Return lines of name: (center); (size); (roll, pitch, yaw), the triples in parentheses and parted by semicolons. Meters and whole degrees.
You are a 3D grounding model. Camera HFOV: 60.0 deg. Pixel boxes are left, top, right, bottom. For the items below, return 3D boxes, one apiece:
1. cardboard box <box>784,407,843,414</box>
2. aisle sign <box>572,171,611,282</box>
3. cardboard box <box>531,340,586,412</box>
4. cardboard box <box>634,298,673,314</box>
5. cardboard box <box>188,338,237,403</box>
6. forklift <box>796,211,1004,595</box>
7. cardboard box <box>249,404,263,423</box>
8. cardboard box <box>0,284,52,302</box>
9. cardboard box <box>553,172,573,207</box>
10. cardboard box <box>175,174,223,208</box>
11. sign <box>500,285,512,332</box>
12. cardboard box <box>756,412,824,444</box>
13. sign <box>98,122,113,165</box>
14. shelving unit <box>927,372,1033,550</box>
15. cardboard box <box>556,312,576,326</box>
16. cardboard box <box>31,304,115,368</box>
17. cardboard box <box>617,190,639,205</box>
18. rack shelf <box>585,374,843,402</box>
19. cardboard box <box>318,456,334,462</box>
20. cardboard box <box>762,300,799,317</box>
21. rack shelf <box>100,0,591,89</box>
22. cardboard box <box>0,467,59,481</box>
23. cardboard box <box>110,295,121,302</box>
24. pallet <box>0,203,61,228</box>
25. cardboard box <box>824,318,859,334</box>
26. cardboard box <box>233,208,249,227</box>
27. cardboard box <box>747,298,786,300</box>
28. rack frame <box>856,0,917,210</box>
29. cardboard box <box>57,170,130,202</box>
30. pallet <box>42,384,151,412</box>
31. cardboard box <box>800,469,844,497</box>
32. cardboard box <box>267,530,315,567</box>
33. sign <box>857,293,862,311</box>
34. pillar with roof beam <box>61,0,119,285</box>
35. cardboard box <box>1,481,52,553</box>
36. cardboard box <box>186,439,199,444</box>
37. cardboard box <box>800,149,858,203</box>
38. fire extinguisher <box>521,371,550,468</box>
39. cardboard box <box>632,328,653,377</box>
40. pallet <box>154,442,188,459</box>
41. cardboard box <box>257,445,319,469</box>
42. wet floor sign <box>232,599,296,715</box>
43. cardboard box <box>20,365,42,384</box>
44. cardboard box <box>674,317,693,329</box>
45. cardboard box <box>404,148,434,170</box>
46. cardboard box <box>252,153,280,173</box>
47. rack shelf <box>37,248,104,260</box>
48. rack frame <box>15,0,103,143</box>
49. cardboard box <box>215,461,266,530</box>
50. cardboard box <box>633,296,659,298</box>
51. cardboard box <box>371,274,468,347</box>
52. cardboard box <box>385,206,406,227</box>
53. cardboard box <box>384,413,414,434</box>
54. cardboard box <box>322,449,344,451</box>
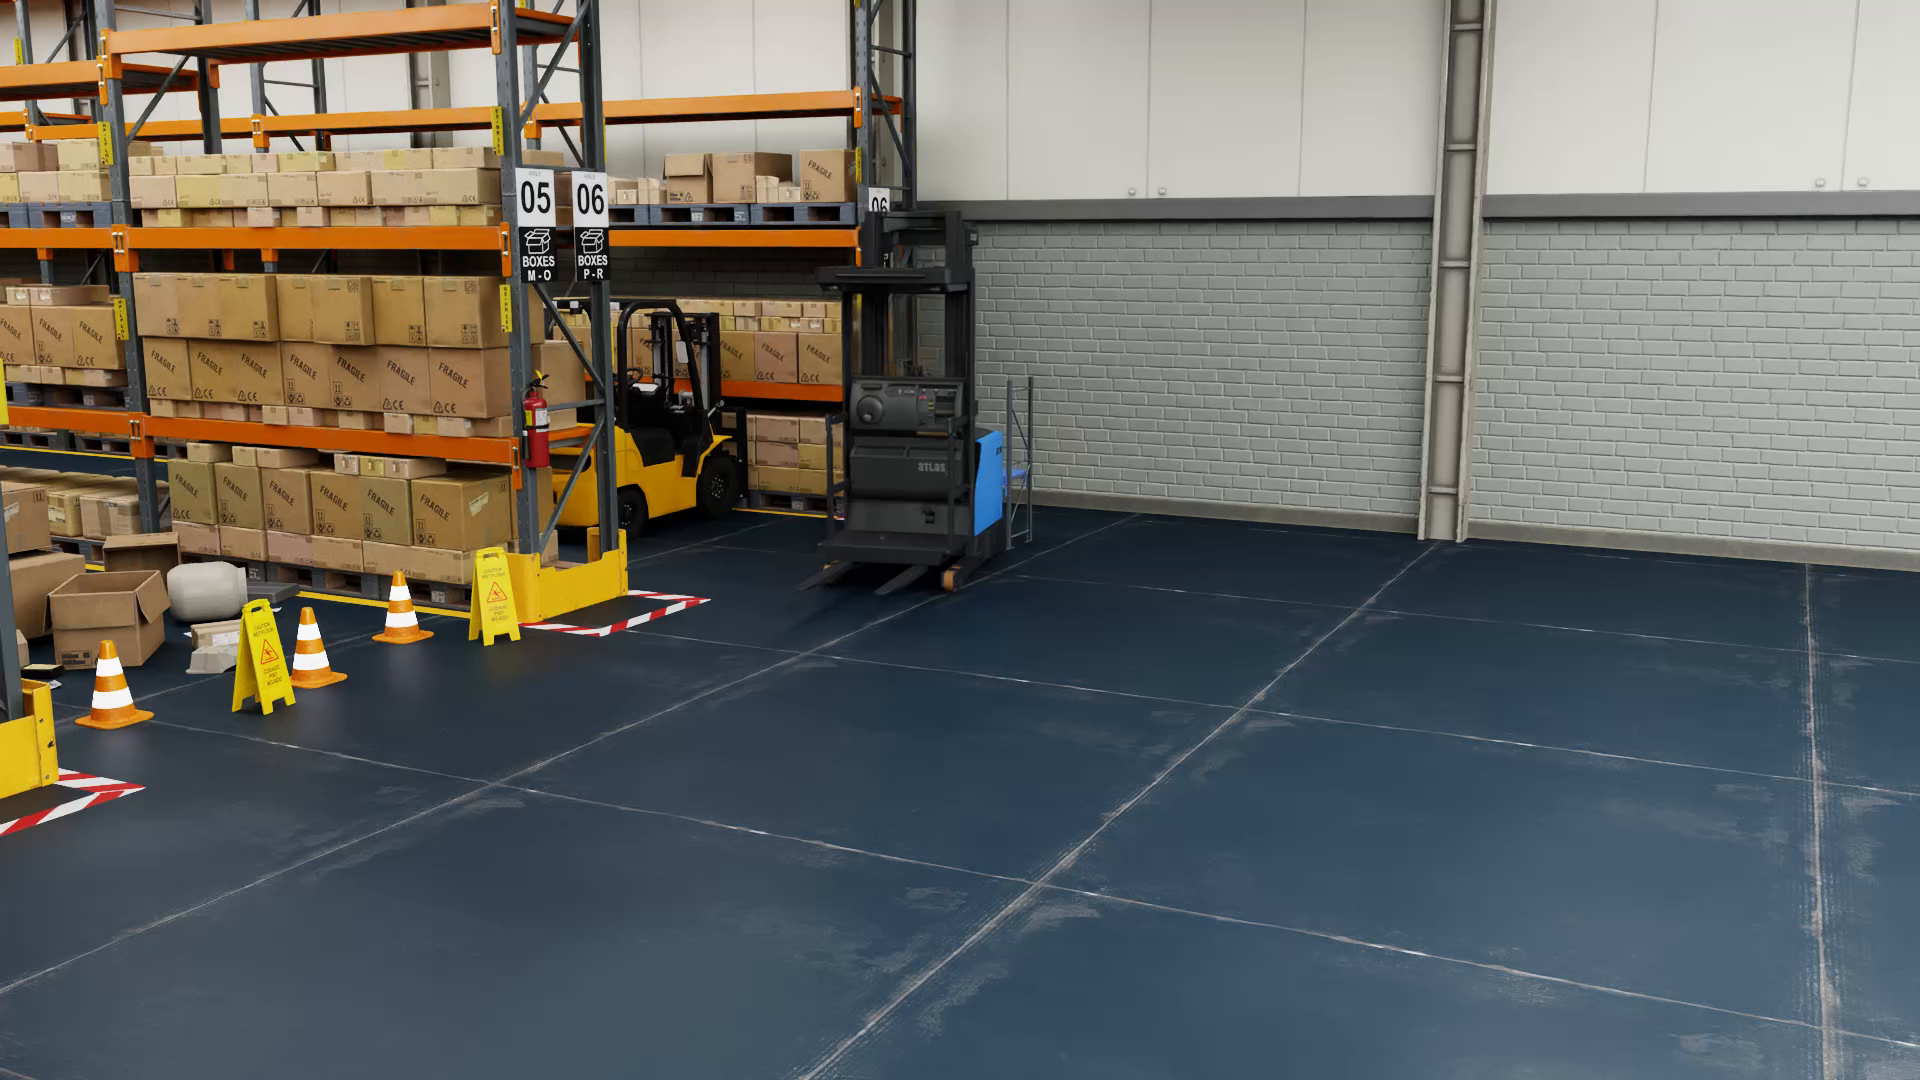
cardboard box: (-1.503, -1.221, 17.287); (0.500, 0.250, 0.500); (5, 11, 26)
aisle sign: (-2.706, -2.299, 12.211); (0.004, 0.787, 0.394); (5, 11, 26)
cardboard box: (-3.201, -1.252, 12.611); (0.500, 0.500, 0.500); (5, 11, 25)
cardboard box: (-3.201, -2.448, 17.396); (0.250, 0.149, 0.380); (5, 11, 25)
cardboard box: (-5.754, -1.371, 13.266); (0.500, 0.500, 0.500); (5, 11, 26)
forklift: (-0.482, -1.115, 13.163); (1.130, 2.935, 3.031); (3, 11, 14)
cardboard box: (-5.385, -1.022, 13.160); (0.250, 0.149, 0.380); (5, 11, 26)
cardboard box: (-8.481, -2.243, 15.085); (0.250, 0.149, 0.380); (4, 11, 23)
cardboard box: (-3.232, -2.606, 12.369); (0.500, 0.250, 0.500); (5, 11, 25)
cardboard box: (-5.746, -2.721, 13.007); (0.500, 0.250, 0.500); (5, 11, 25)
sign: (-3.162, -1.613, 11.583); (0.005, 0.325, 0.100); (5, 11, 26)
cardboard box: (-1.717, -1.140, 16.838); (0.500, 0.250, 0.500); (5, 12, 27)
sign: (-6.728, -3.126, 13.098); (0.005, 0.325, 0.100); (5, 11, 26)
shelving unit: (0.076, -0.731, 15.059); (1.048, 1.500, 0.538); (5, 11, 26)
cardboard box: (-4.124, -2.385, 17.882); (0.250, 0.149, 0.380); (5, 11, 25)
cardboard box: (-7.447, -1.731, 14.078); (0.500, 0.500, 0.500); (5, 11, 26)
cardboard box: (-3.336, -3.547, 17.230); (0.250, 0.149, 0.380); (5, 12, 28)
rack shelf: (-2.500, -1.572, 17.512); (4.000, 0.370, 1.077); (5, 11, 26)
cardboard box: (-4.922, -0.429, 13.616); (0.500, 0.500, 0.500); (6, 12, 29)
cardboard box: (-1.792, -2.340, 16.798); (0.250, 0.149, 0.380); (5, 11, 26)
rack shelf: (-4.692, -3.729, 12.597); (4.000, 0.370, 1.077); (5, 11, 26)
cardboard box: (-8.906, -0.416, 15.307); (0.625, 0.372, 0.950); (5, 11, 25)
cardboard box: (-10.668, -2.855, 21.122); (0.500, 0.500, 0.700); (5, 11, 26)
pallet: (-7.924, -2.821, 14.499); (1.003, 0.211, 1.213); (5, 11, 26)
cardboard box: (-1.141, -2.119, 16.415); (0.250, 0.149, 0.380); (5, 11, 27)
cardboard box: (-5.392, -2.499, 12.896); (0.250, 0.149, 0.380); (5, 11, 24)
cardboard box: (-2.030, -2.463, 17.480); (0.250, 0.149, 0.380); (5, 11, 24)
rack frame: (-0.706, -4.720, 16.043); (0.127, 3.000, 1.000); (5, 11, 26)
cardboard box: (-7.074, -2.922, 13.773); (0.500, 0.250, 0.500); (5, 11, 25)
pallet: (-7.107, -1.279, 14.416); (1.213, 0.211, 1.003); (5, 11, 26)
cardboard box: (-1.267, -0.608, 16.711); (0.500, 0.250, 0.500); (5, 11, 26)
cardboard box: (-5.116, 0.027, 13.199); (0.500, 0.250, 0.500); (5, 11, 25)
sign: (-0.958, -2.369, 15.981); (0.005, 0.325, 0.100); (5, 11, 26)
pillar with roof beam: (-13.598, -5.177, 18.568); (0.400, 9.000, 9.100); (5, 11, 26)
cardboard box: (-7.247, -0.146, 12.509); (0.500, 0.500, 0.500); (5, 11, 26)
cardboard box: (-9.269, -1.456, 20.693); (0.500, 0.500, 0.500); (6, 12, 28)
cardboard box: (-1.211, -3.545, 16.233); (0.500, 0.500, 0.500); (5, 12, 28)
fire extinguisher: (-3.000, -0.854, 11.746); (0.183, 0.674, 0.296); (5, 11, 26)
cardboard box: (-3.082, -1.978, 17.455); (0.500, 0.500, 0.500); (5, 11, 25)
pallet: (-9.623, -1.188, 21.200); (1.213, 0.211, 1.003); (5, 11, 26)
cardboard box: (-5.286, -0.662, 13.081); (0.250, 0.149, 0.380); (6, 12, 29)
wet floor sign: (-4.096, 0.668, 9.728); (0.232, 0.644, 0.267); (3, 11, 16)
cardboard box: (-7.775, -1.428, 14.221); (0.250, 0.149, 0.380); (5, 11, 26)
cardboard box: (-2.746, -2.260, 17.191); (0.250, 0.149, 0.380); (5, 11, 25)
cardboard box: (-3.784, -2.743, 12.008); (0.250, 0.149, 0.380); (5, 11, 25)
cardboard box: (-5.156, -2.864, 12.678); (0.250, 0.149, 0.380); (5, 11, 25)
rack shelf: (-13.261, -3.993, 22.470); (4.000, 0.370, 1.077); (5, 11, 26)
rack frame: (-11.467, -5.666, 21.268); (0.127, 3.000, 1.000); (5, 11, 26)
cardboard box: (-5.591, -0.383, 13.360); (0.500, 0.500, 0.500); (6, 12, 28)
cardboard box: (-3.423, -2.576, 18.104); (0.250, 0.149, 0.380); (5, 11, 25)
cardboard box: (-3.904, -1.709, 12.328); (0.500, 0.500, 0.700); (5, 11, 26)
cardboard box: (-4.001, -2.382, 12.254); (0.250, 0.149, 0.380); (5, 11, 26)
cardboard box: (-4.070, -0.888, 12.420); (0.250, 0.149, 0.380); (5, 12, 27)
cardboard box: (-7.327, -1.385, 19.951); (0.625, 0.625, 0.875); (5, 12, 28)
